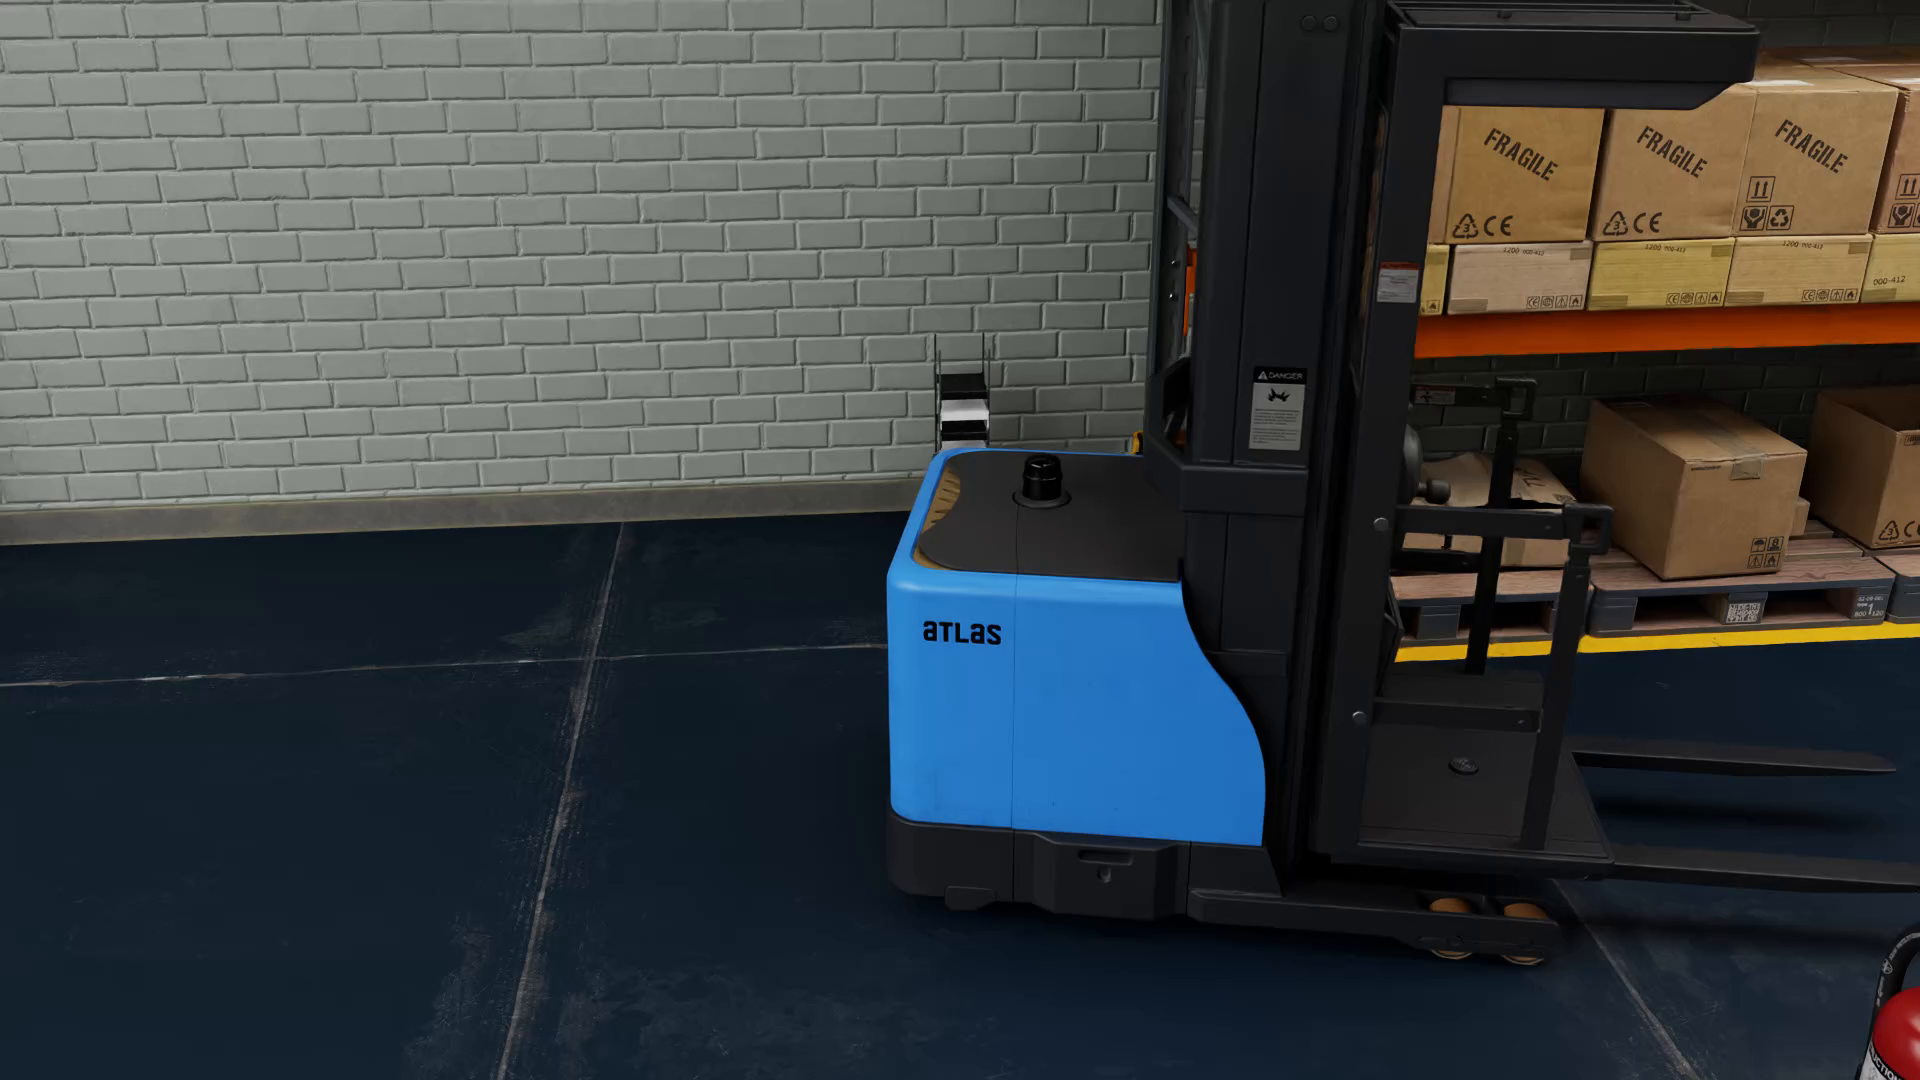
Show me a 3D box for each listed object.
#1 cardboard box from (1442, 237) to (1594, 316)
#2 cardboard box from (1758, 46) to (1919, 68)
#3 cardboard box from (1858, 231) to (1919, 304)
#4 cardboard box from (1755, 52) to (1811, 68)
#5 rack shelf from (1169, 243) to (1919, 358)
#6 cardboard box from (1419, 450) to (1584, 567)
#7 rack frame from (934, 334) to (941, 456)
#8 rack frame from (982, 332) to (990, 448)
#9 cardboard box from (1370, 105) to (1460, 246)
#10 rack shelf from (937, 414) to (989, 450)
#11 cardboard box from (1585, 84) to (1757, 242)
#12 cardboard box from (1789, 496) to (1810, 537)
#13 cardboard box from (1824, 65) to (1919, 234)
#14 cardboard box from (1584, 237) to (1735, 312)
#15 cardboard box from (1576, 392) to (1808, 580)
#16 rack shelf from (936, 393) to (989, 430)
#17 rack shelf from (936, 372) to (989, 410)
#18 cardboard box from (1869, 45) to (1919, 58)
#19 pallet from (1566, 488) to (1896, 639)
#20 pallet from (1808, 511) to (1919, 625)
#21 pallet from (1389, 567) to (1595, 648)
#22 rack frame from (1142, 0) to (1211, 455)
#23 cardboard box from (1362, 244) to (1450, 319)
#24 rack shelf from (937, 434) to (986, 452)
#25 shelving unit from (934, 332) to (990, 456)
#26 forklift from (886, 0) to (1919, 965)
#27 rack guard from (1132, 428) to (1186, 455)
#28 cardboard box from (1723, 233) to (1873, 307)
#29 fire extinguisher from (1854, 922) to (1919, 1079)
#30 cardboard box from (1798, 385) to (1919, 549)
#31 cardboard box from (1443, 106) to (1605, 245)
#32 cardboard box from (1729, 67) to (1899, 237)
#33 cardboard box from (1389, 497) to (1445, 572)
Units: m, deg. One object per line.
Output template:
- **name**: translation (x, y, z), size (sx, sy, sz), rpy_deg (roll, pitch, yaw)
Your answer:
- **cardboard box**: translation (1.911, -1.005, 5.979), size (0.500, 0.250, 0.500), rpy_deg (-3, 24, -7)
- **cardboard box**: translation (3.359, -1.619, 6.436), size (0.500, 0.500, 0.500), rpy_deg (-2, 24, -4)
- **cardboard box**: translation (3.422, -1.063, 6.108), size (0.500, 0.250, 0.500), rpy_deg (-2, 24, -5)
- **cardboard box**: translation (2.844, -1.594, 6.379), size (0.500, 0.500, 0.500), rpy_deg (-2, 24, -4)
- **rack shelf**: translation (2.869, -0.898, 6.463), size (4.000, 0.370, 1.077), rpy_deg (-2, 24, -5)
- **cardboard box**: translation (2.143, -0.133, 6.626), size (0.500, 0.311, 0.500), rpy_deg (0, 24, -1)
- **rack frame**: translation (-0.093, -0.407, 7.059), size (0.006, 0.900, 0.240), rpy_deg (-2, 24, -5)
- **rack frame**: translation (0.109, -0.416, 7.077), size (0.006, 0.900, 0.240), rpy_deg (-2, 24, -5)
- **cardboard box**: translation (1.383, -1.328, 5.781), size (0.500, 0.500, 0.500), rpy_deg (-2, 24, -5)
- **rack shelf**: translation (0.008, -0.463, 7.045), size (0.200, 0.077, 0.258), rpy_deg (-2, 24, -5)
- **cardboard box**: translation (2.391, -1.362, 5.857), size (0.500, 0.500, 0.500), rpy_deg (-3, 24, -7)
- **cardboard box**: translation (3.265, -0.149, 6.861), size (0.250, 0.149, 0.380), rpy_deg (-4, 24, -9)
- **cardboard box**: translation (3.421, -1.408, 5.962), size (0.500, 0.500, 0.500), rpy_deg (-3, 24, -7)
- **cardboard box**: translation (2.418, -1.023, 6.019), size (0.500, 0.250, 0.500), rpy_deg (-3, 24, -6)
- **cardboard box**: translation (2.878, -0.229, 6.608), size (0.500, 0.500, 0.700), rpy_deg (-4, 24, -8)
- **rack shelf**: translation (0.008, -0.546, 7.008), size (0.200, 0.077, 0.258), rpy_deg (-2, 24, -5)
- **rack shelf**: translation (0.008, -0.628, 6.972), size (0.200, 0.077, 0.258), rpy_deg (-2, 24, -5)
- **cardboard box**: translation (3.856, -1.636, 6.475), size (0.500, 0.500, 0.500), rpy_deg (-2, 24, -5)
- **pallet**: translation (2.977, 0.059, 6.858), size (1.213, 0.211, 1.003), rpy_deg (-2, 24, -5)
- **pallet**: translation (4.194, 0.009, 6.971), size (1.213, 0.211, 1.003), rpy_deg (-2, 24, -5)
- **pallet**: translation (1.766, 0.106, 6.751), size (1.213, 0.211, 1.003), rpy_deg (-2, 24, -5)
- **rack frame**: translation (0.878, -1.147, 6.137), size (0.127, 3.000, 1.000), rpy_deg (-2, 24, -5)
- **cardboard box**: translation (1.395, -0.979, 5.919), size (0.500, 0.250, 0.500), rpy_deg (-3, 24, -7)
- **rack shelf**: translation (0.008, -0.381, 7.081), size (0.200, 0.077, 0.258), rpy_deg (-2, 24, -5)
- **shelving unit**: translation (0.008, -0.412, 7.068), size (0.210, 0.900, 0.258), rpy_deg (-2, 24, -5)
- **forklift**: translation (1.344, -0.393, 4.527), size (3.031, 2.935, 1.130), rpy_deg (3, 24, 7)
- **rack guard**: translation (0.954, -0.008, 6.652), size (0.348, 0.500, 1.175), rpy_deg (-2, 24, -5)
- **cardboard box**: translation (2.921, -1.042, 6.062), size (0.500, 0.250, 0.500), rpy_deg (-2, 24, -5)
- **fire extinguisher**: translation (1.206, 0.707, 2.060), size (0.183, 0.674, 0.296), rpy_deg (-2, 24, -5)
- **cardboard box**: translation (3.830, -0.308, 6.785), size (0.500, 0.500, 0.500), rpy_deg (-4, 24, -9)
- **cardboard box**: translation (1.876, -1.344, 5.816), size (0.500, 0.500, 0.500), rpy_deg (-2, 24, -5)
- **cardboard box**: translation (2.903, -1.387, 5.914), size (0.500, 0.500, 0.500), rpy_deg (-2, 24, -3)
- **cardboard box**: translation (1.576, -0.111, 6.574), size (0.500, 0.311, 0.500), rpy_deg (-5, 24, -11)
